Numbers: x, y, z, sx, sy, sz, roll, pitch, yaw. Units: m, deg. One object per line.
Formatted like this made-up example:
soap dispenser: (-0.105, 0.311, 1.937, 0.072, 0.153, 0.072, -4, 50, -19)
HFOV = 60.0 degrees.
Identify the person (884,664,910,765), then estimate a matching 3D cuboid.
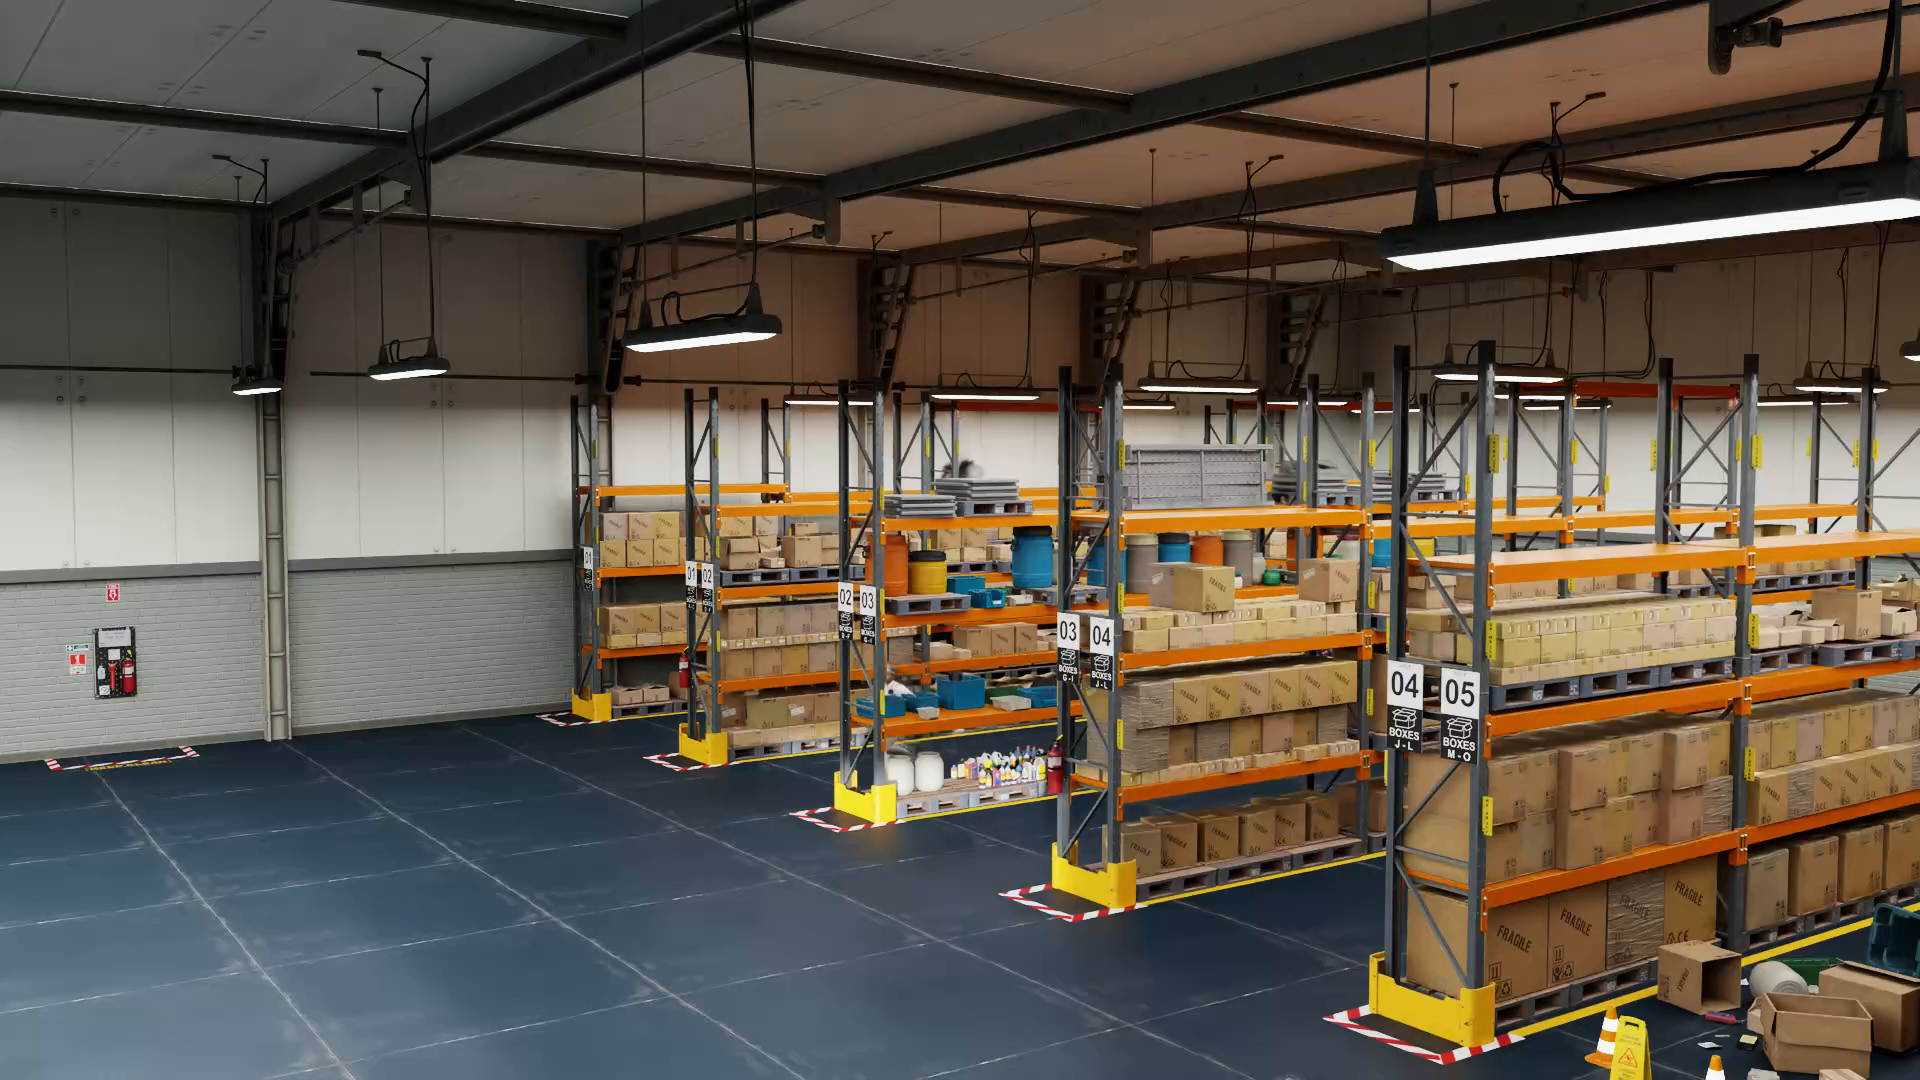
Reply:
person: (-1.086, 2.767, 25.404, 0.612, 1.753, 0.705, -3, 5, -45)

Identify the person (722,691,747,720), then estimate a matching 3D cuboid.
person: (-4.018, 2.545, 28.998, 0.647, 1.737, 0.914, 3, 5, 42)
